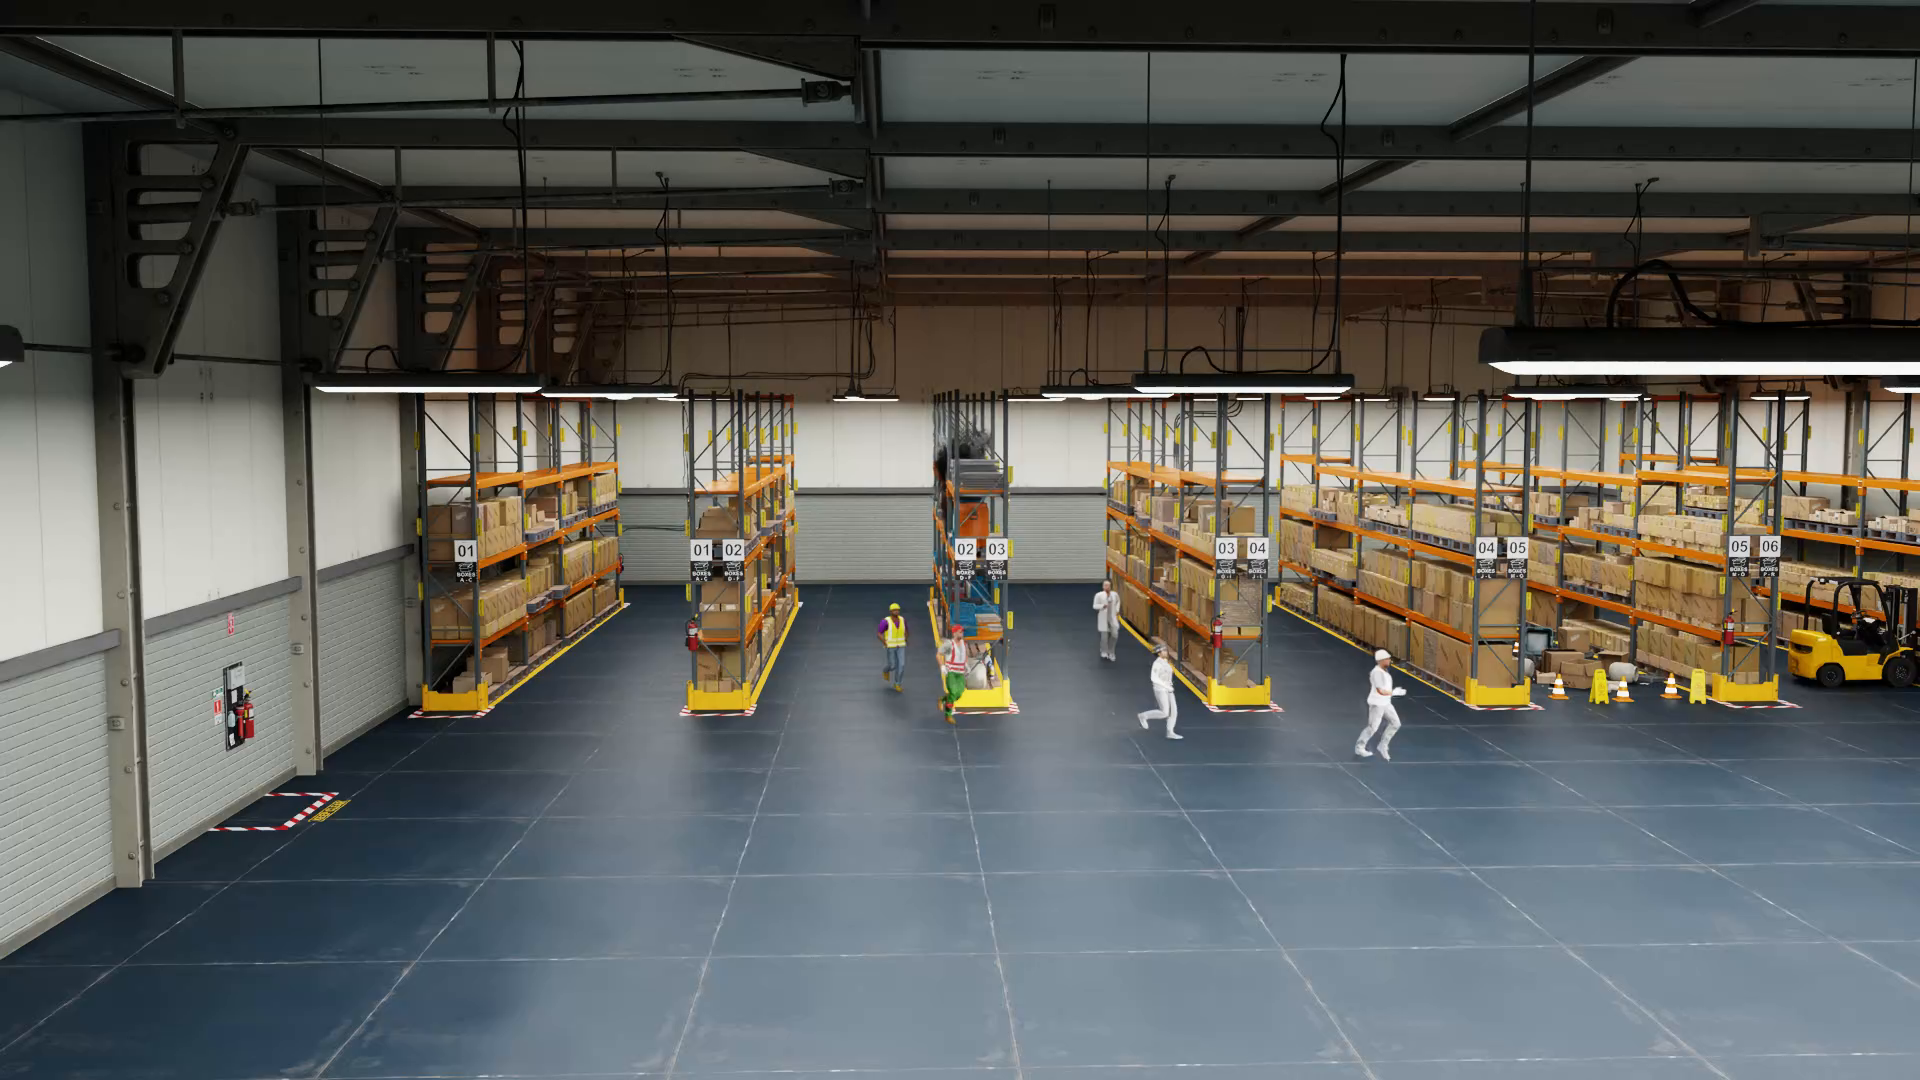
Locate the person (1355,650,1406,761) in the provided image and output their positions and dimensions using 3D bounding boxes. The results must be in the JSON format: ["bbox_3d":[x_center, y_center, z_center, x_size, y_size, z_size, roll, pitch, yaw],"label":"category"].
[{"bbox_3d":[6.771,2.660,26.705,0.822,1.809,0.657,3,5,30],"label":"person"}]

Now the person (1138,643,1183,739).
[{"bbox_3d":[3.465,2.576,28.545,0.773,1.657,0.633,2,5,26],"label":"person"}]

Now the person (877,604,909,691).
[{"bbox_3d":[-1.311,2.142,33.451,0.698,1.743,0.730,-2,5,-21],"label":"person"}]

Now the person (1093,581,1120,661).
[{"bbox_3d":[3.313,1.816,37.179,0.688,1.814,0.755,-1,5,-9],"label":"person"}]

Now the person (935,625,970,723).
[{"bbox_3d":[-0.133,2.413,30.247,0.705,1.737,0.664,-4,6,-37],"label":"person"}]
